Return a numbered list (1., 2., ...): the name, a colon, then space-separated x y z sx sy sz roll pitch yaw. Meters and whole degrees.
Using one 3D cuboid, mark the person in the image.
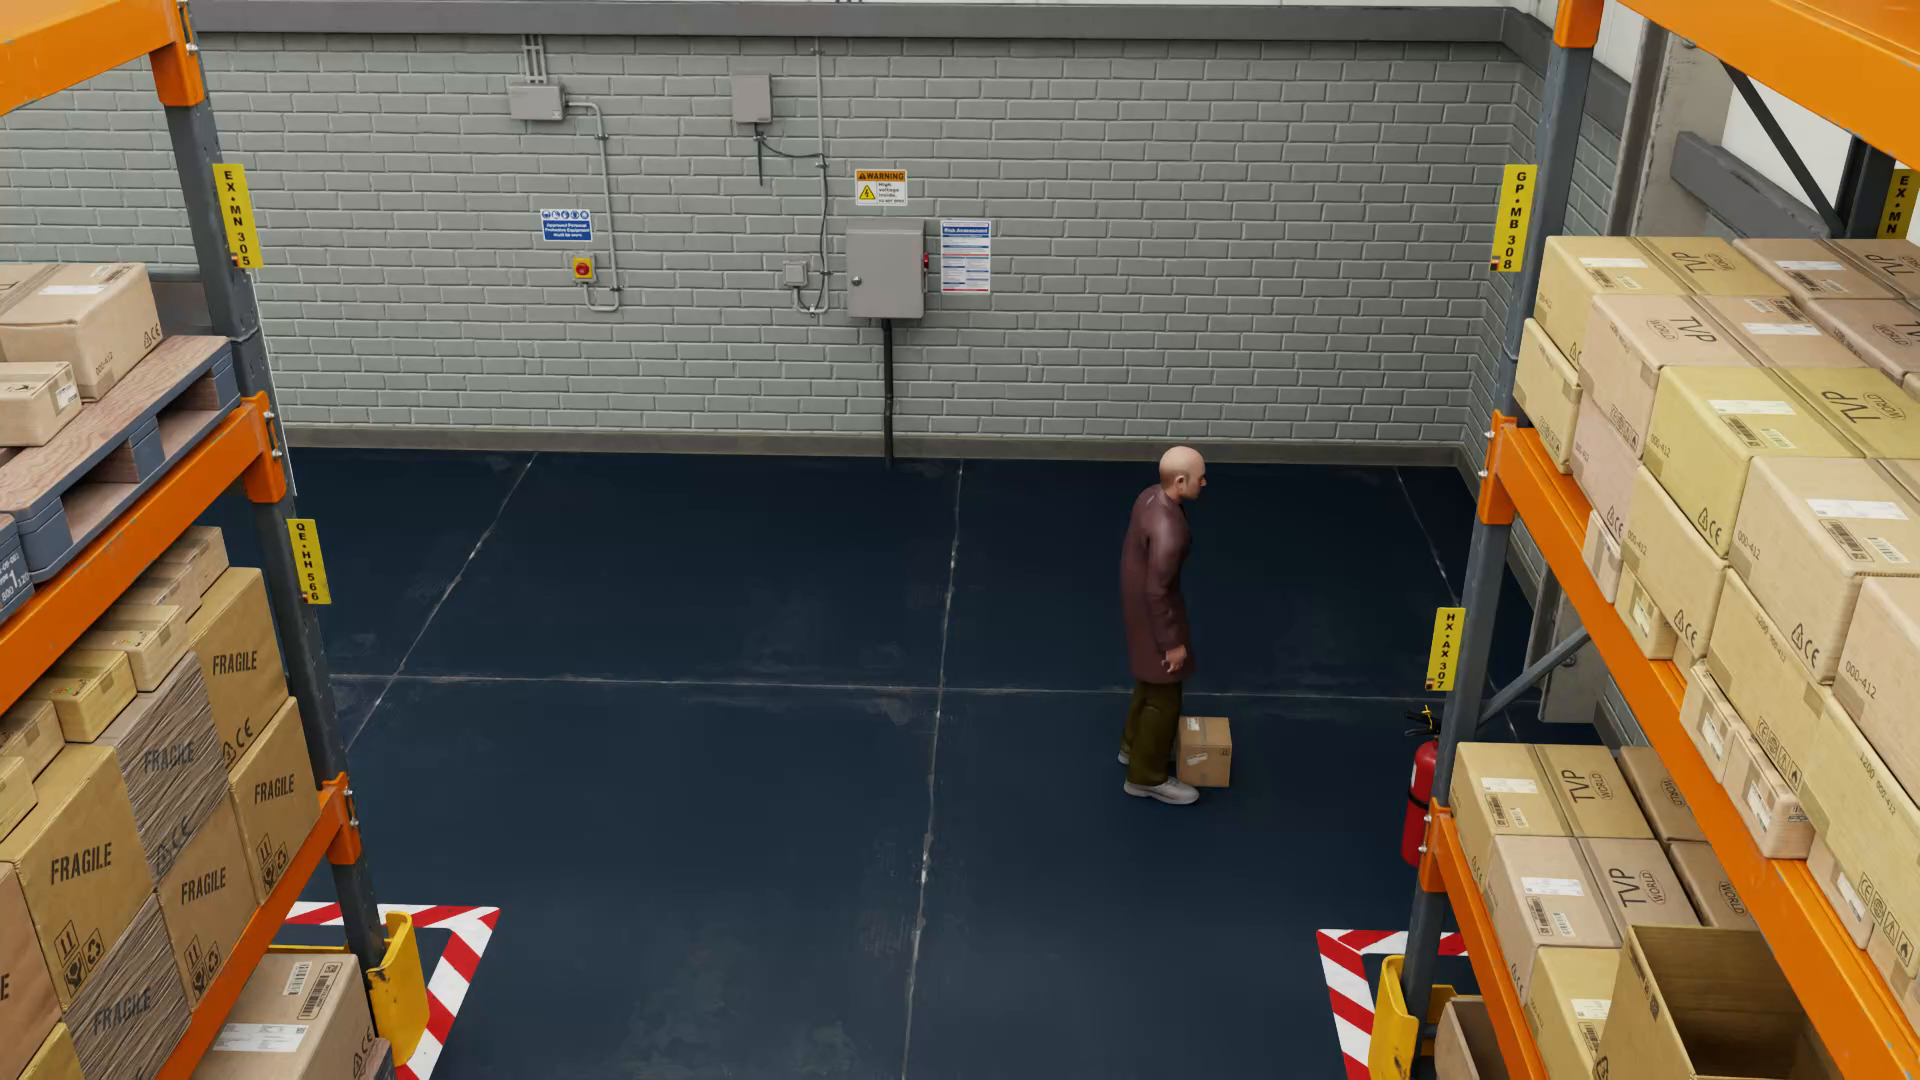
1. person: 0.963 0.377 7.914 0.425 1.774 0.644 1 28 2
